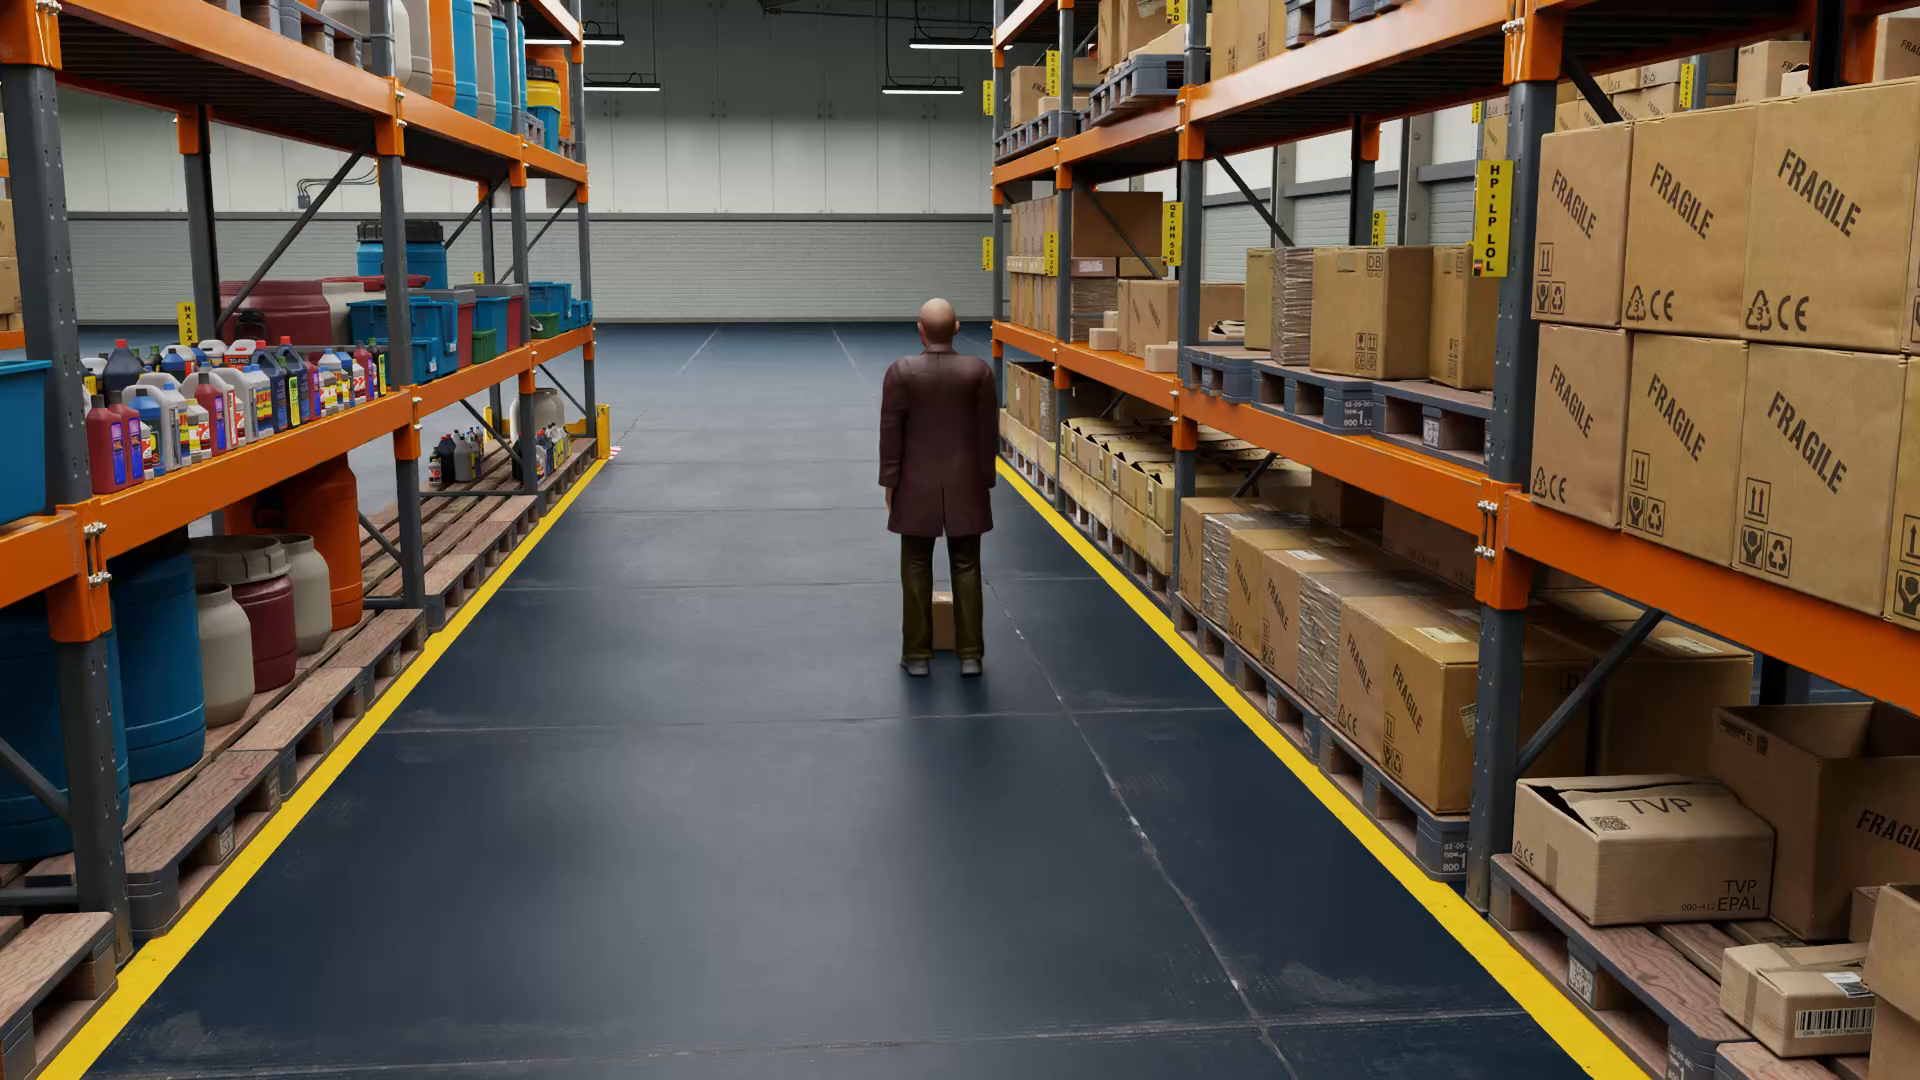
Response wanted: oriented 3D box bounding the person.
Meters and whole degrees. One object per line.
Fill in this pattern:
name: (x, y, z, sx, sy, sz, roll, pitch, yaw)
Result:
person: (-0.109, -0.246, 7.900, 0.563, 1.786, 0.392, -1, 10, -5)
